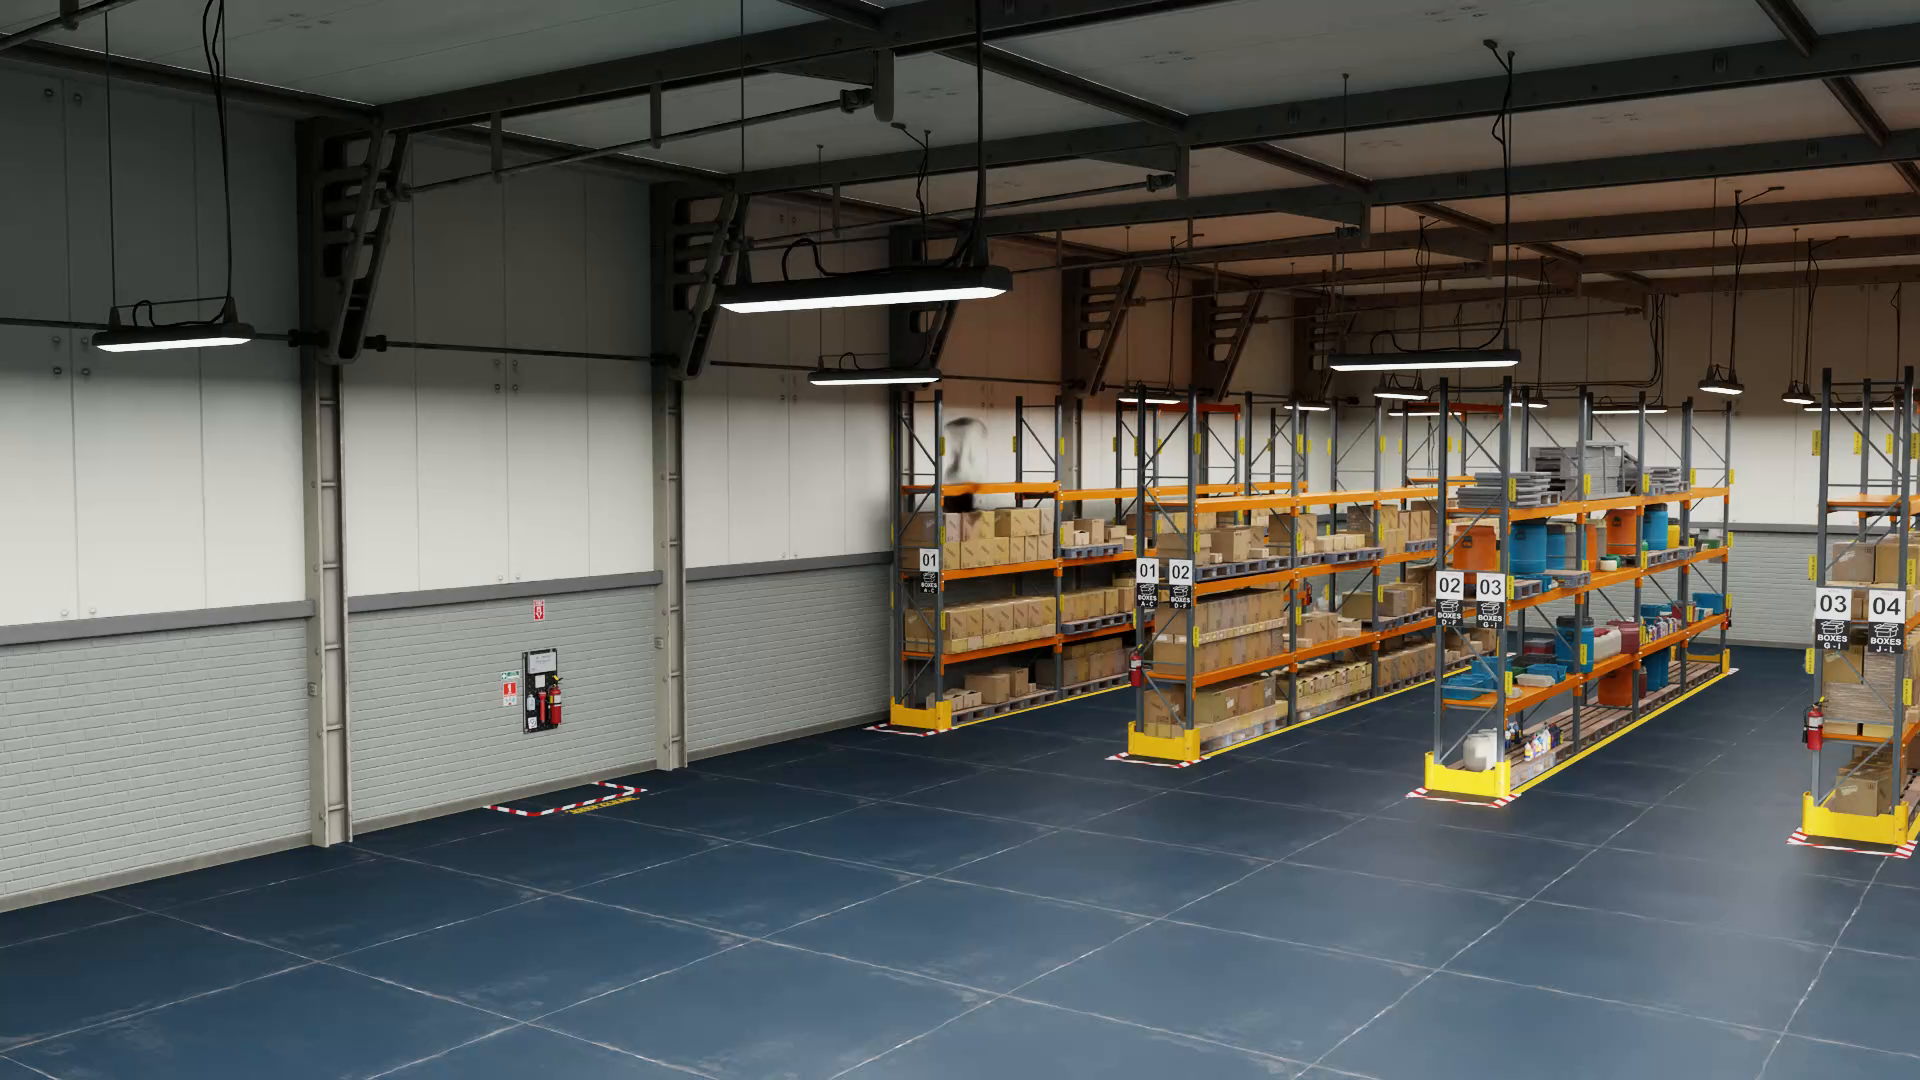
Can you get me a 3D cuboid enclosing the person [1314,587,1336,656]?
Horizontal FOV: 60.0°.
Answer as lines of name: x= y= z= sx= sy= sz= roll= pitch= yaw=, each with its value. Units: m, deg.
person: x=8.730 y=1.938 z=39.857 sx=0.576 sy=1.638 sz=0.817 roll=2 pitch=4 yaw=27
